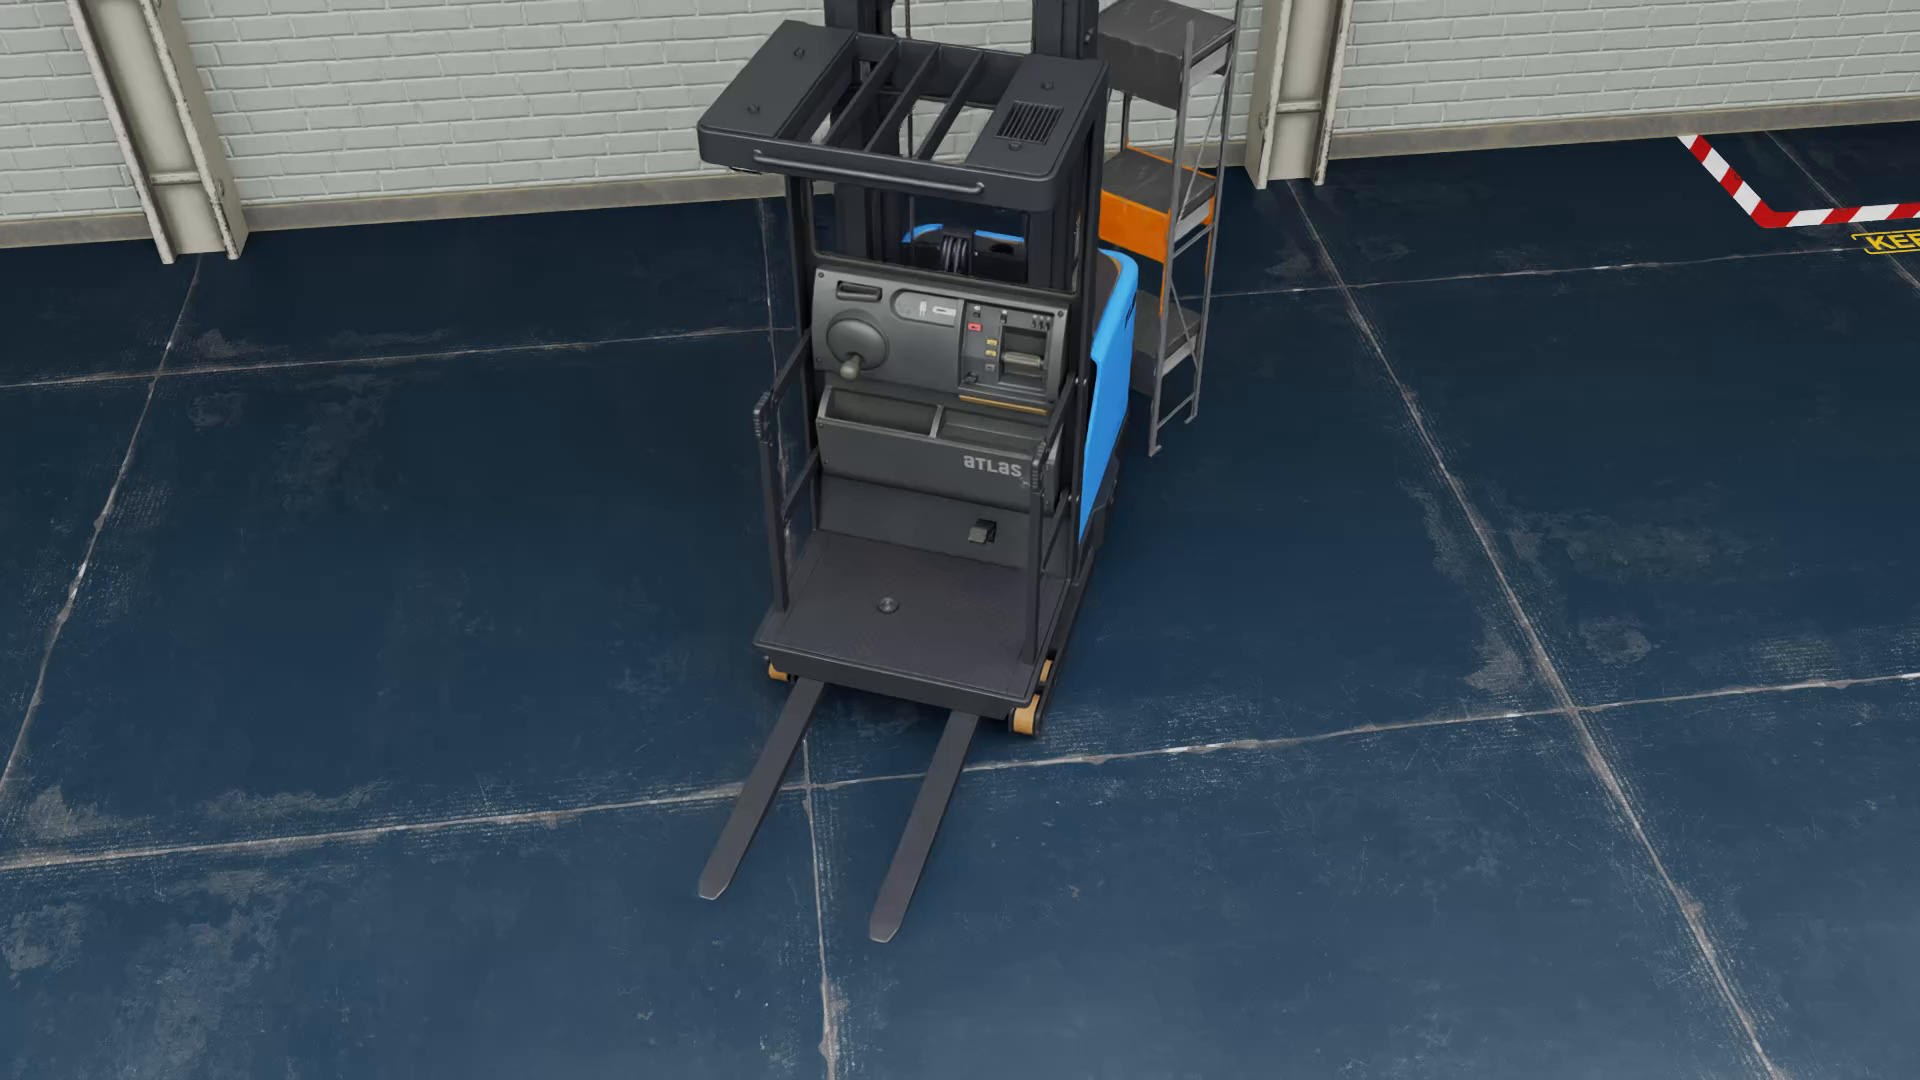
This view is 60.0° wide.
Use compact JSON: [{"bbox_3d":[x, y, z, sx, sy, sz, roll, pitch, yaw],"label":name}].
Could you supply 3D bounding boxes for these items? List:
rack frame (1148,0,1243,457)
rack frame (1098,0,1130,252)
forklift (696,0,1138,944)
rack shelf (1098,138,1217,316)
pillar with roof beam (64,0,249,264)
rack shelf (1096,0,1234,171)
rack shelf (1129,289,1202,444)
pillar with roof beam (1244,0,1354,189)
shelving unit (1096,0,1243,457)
[{"bbox_3d":[0.991,-1.271,7.086,0.015,2.100,0.400,27,49,27],"label":"rack frame"},{"bbox_3d":[0.606,-1.470,7.311,0.015,2.100,0.400,27,49,27],"label":"rack frame"},{"bbox_3d":[-0.138,-0.637,5.767,1.130,2.935,3.031,11,43,12],"label":"forklift"},{"bbox_3d":[0.798,-1.360,7.208,0.480,0.518,0.431,27,49,27],"label":"rack shelf"},{"bbox_3d":[-3.527,-2.078,2.835,0.400,9.000,9.100,-5,42,-6],"label":"pillar with roof beam"},{"bbox_3d":[0.794,-1.881,6.740,0.480,0.518,0.431,27,49,27],"label":"rack shelf"},{"bbox_3d":[0.803,-0.839,7.675,0.480,0.518,0.431,27,49,27],"label":"rack shelf"},{"bbox_3d":[2.422,-2.599,3.413,0.400,9.000,9.100,-5,42,-6],"label":"pillar with roof beam"},{"bbox_3d":[0.798,-1.370,7.199,0.503,2.100,0.431,27,49,27],"label":"shelving unit"}]
